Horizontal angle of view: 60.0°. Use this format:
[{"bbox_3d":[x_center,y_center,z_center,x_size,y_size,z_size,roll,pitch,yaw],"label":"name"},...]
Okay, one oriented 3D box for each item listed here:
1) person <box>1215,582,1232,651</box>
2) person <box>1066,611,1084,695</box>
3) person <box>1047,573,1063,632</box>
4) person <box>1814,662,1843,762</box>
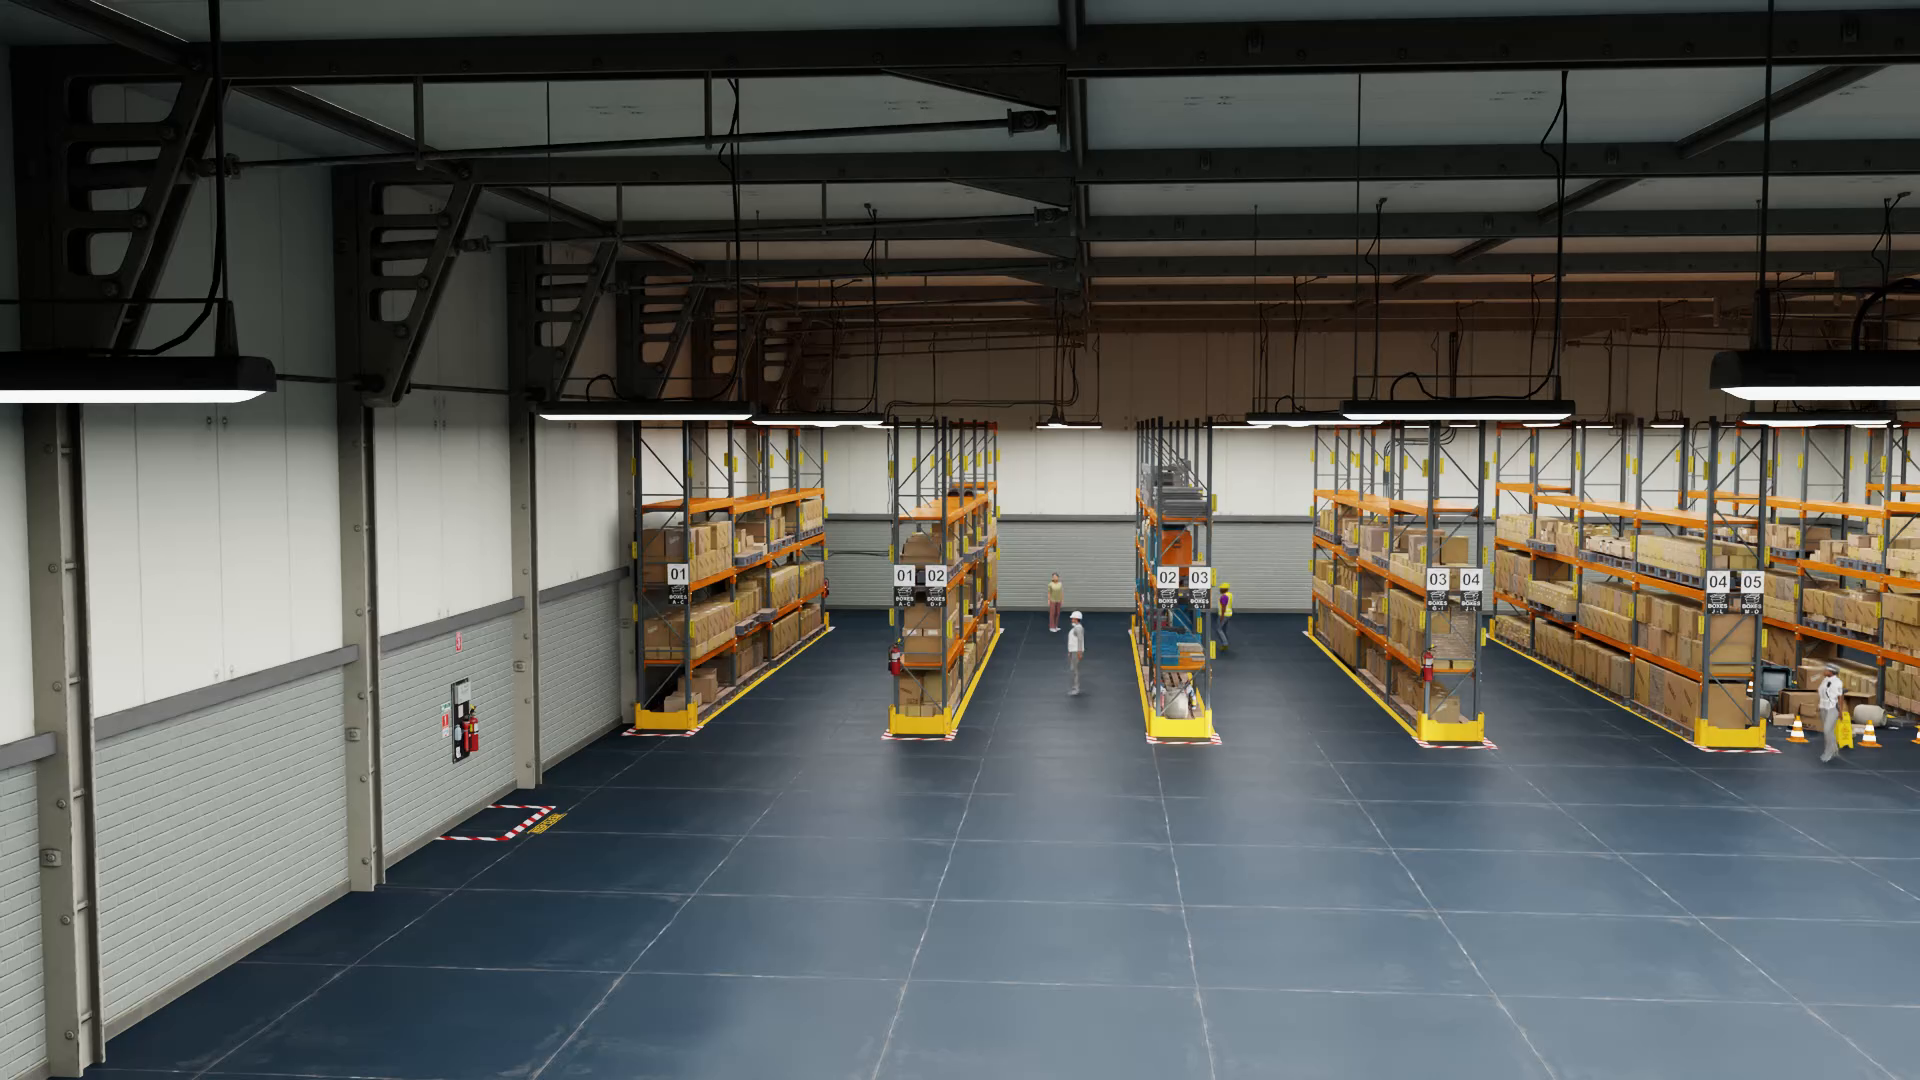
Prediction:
[{"bbox_3d":[6.914,2.015,43.581,0.380,1.816,0.652,2,4,25],"label":"person"},{"bbox_3d":[2.517,2.455,36.395,0.405,1.780,0.636,0,4,-1],"label":"person"},{"bbox_3d":[2.758,1.791,47.719,0.486,1.687,0.552,-1,4,-19],"label":"person"},{"bbox_3d":[15.182,2.999,29.047,0.522,1.741,0.503,-1,4,-20],"label":"person"}]
